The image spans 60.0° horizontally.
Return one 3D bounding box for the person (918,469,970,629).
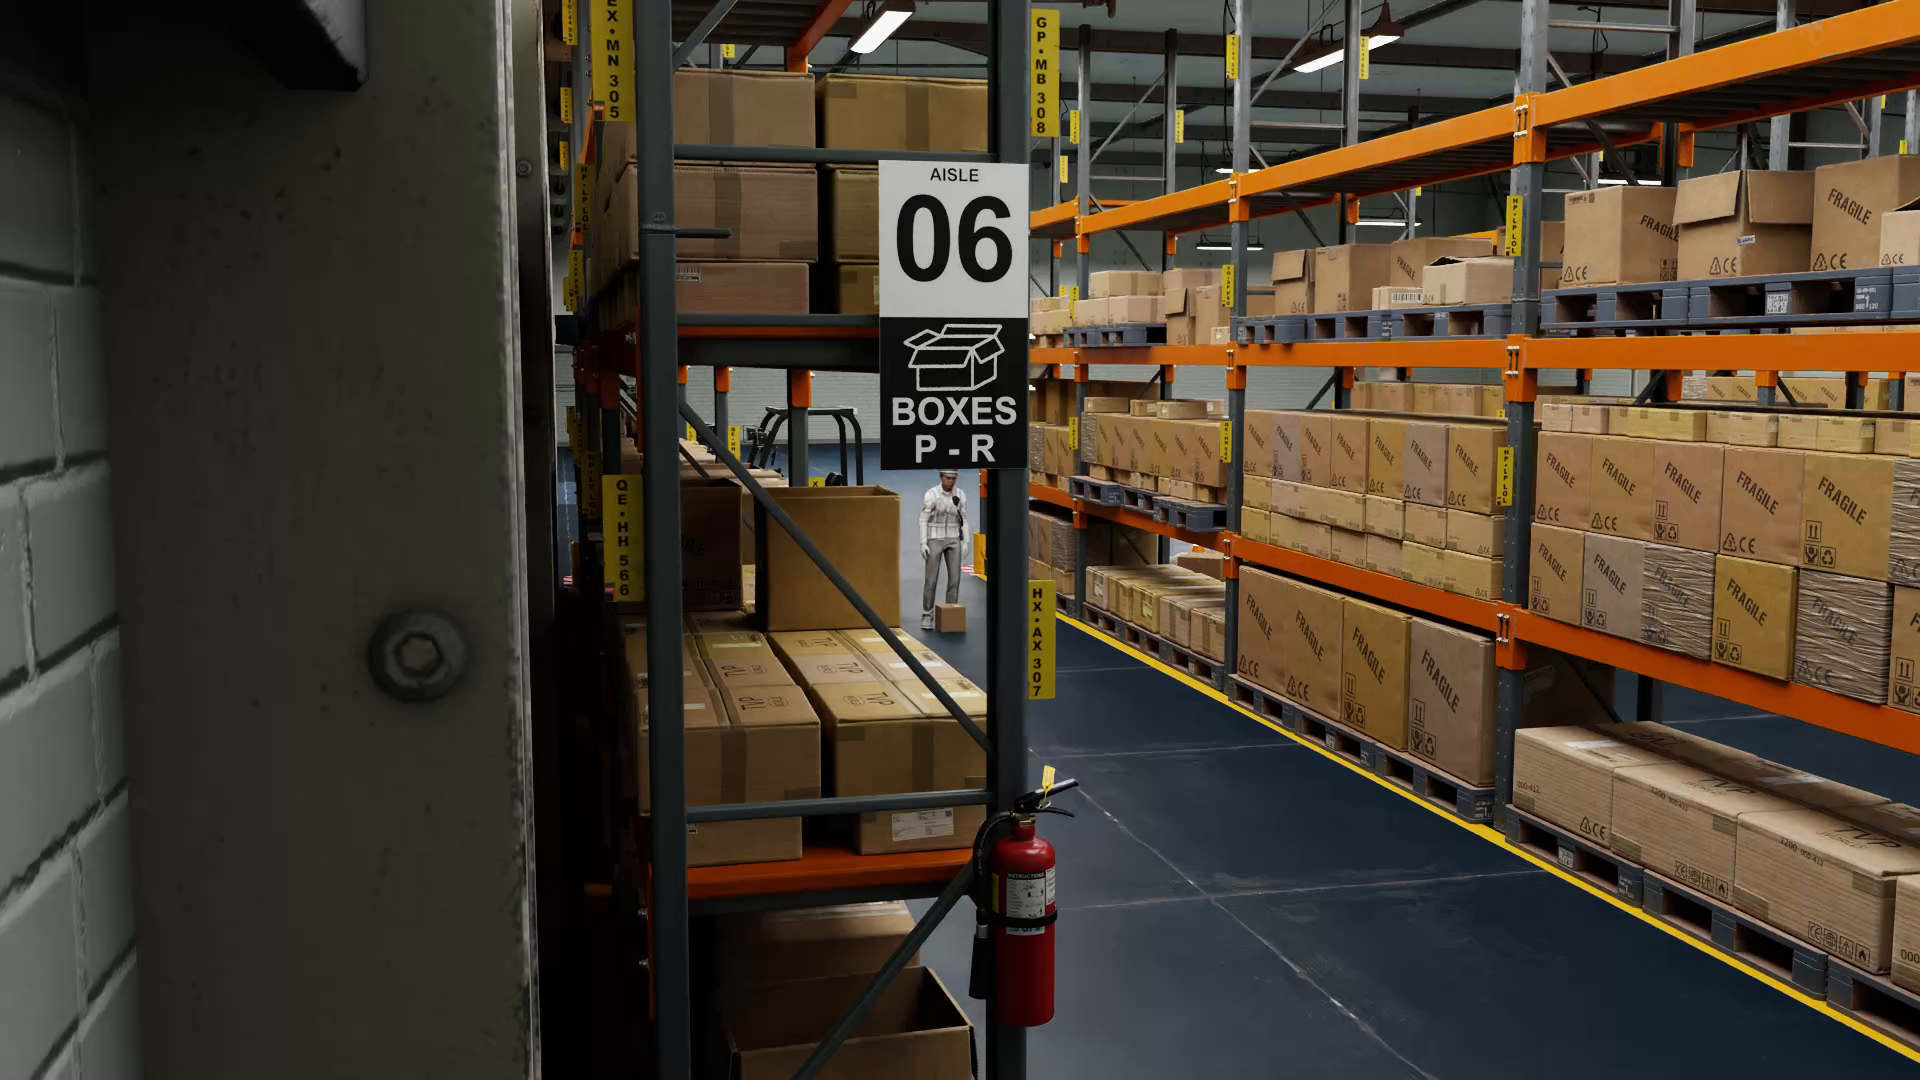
[{"bbox_3d":[-0.151,0.052,16.699,0.541,1.662,0.415,-2,7,-17],"label":"person"}]
